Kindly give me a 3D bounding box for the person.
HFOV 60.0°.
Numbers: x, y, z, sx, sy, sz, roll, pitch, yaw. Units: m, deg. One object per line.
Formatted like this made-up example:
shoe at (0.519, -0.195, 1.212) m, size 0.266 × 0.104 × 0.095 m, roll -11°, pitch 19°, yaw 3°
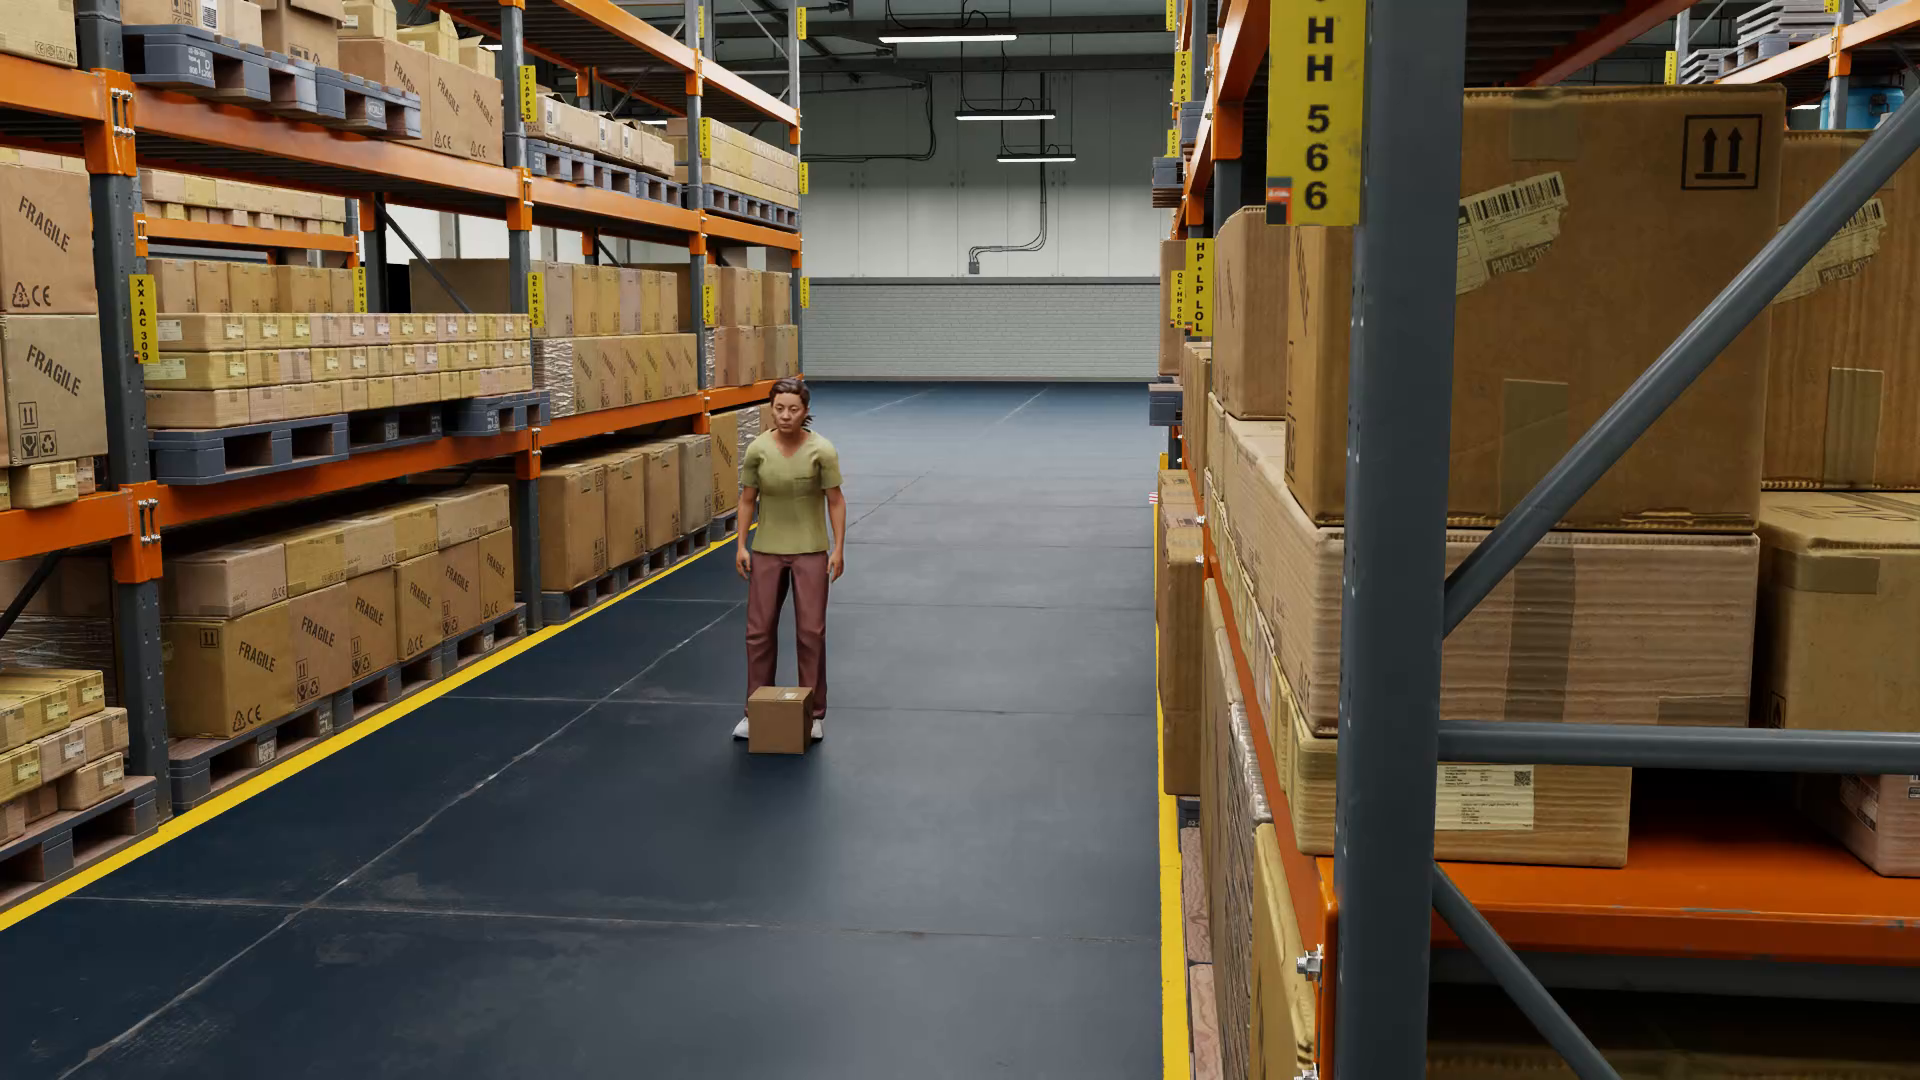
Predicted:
person at (-0.789, 0.081, 7.705) m, size 0.513 × 1.673 × 0.357 m, roll 1°, pitch 8°, yaw 4°
